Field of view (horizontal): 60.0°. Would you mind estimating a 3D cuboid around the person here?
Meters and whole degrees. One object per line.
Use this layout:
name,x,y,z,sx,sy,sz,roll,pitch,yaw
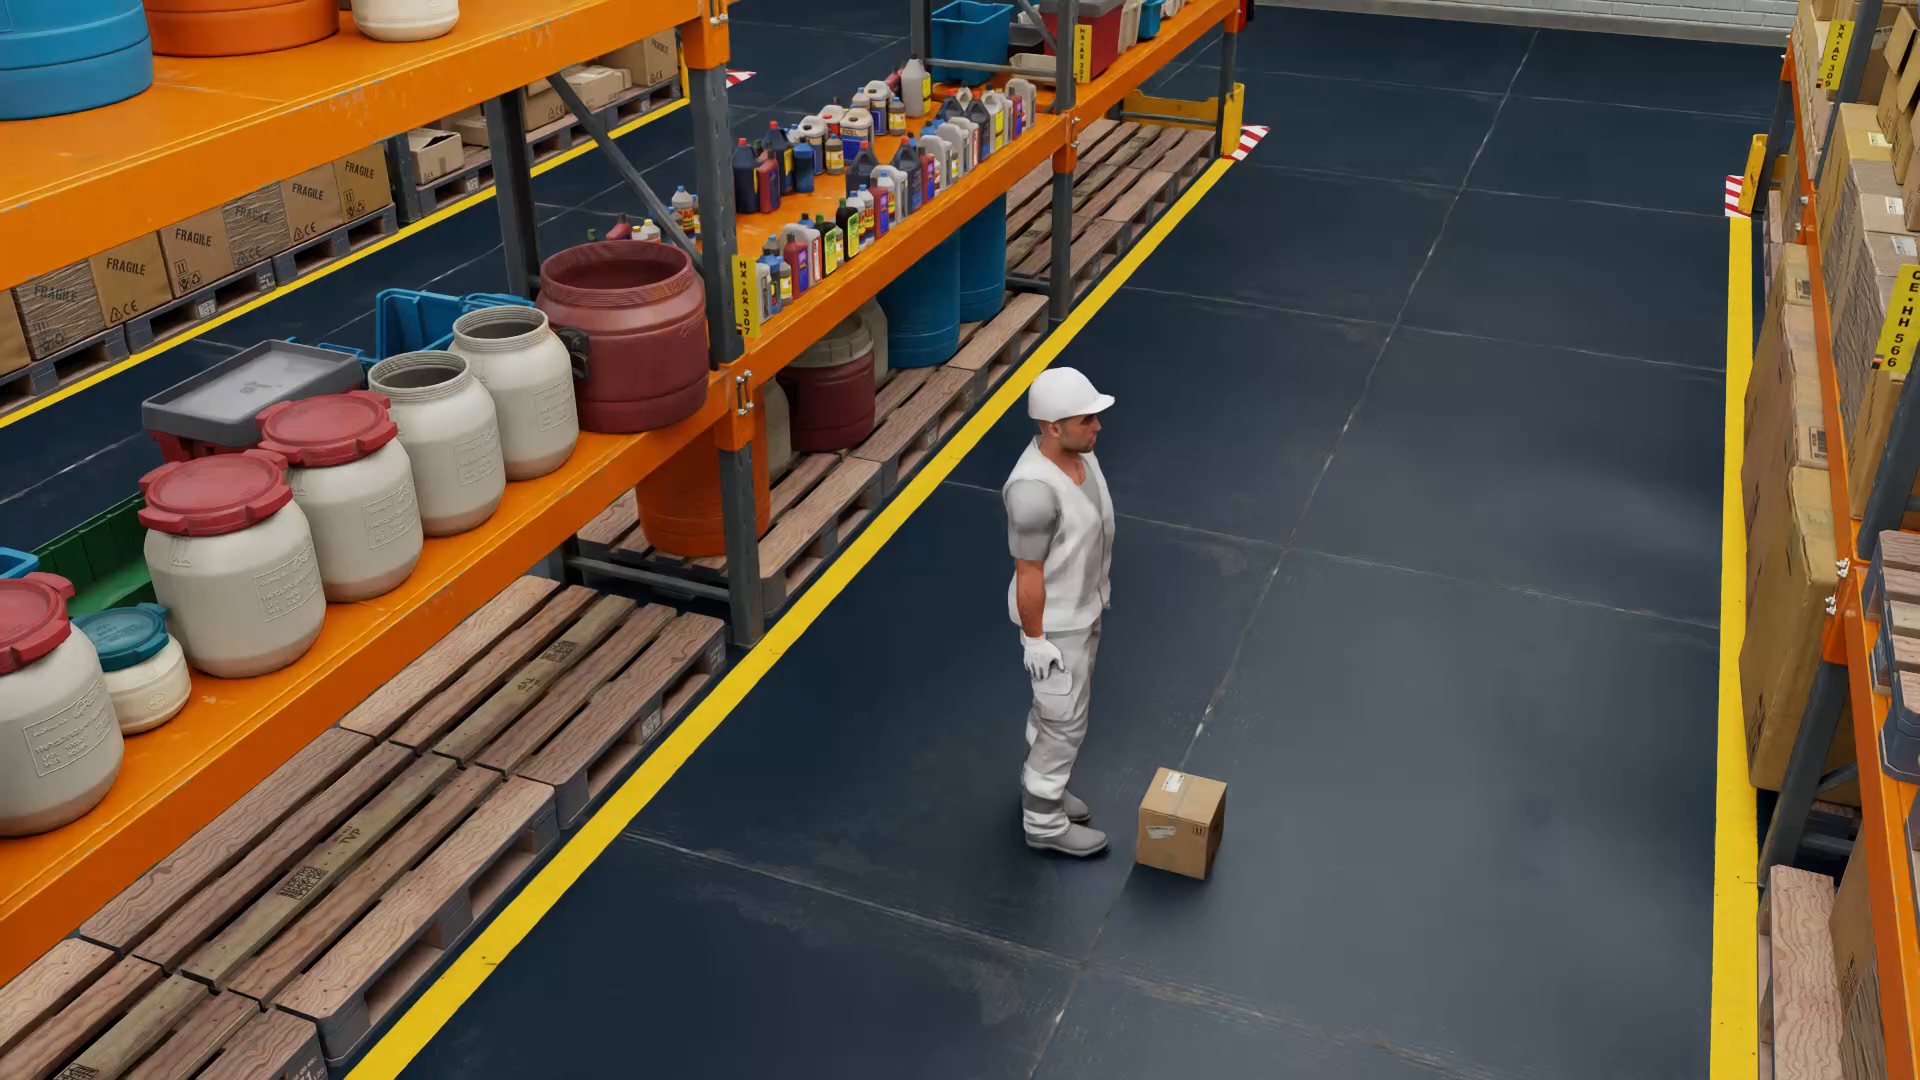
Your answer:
person,0.378,0.254,5.654,0.409,1.789,0.522,12,31,20
